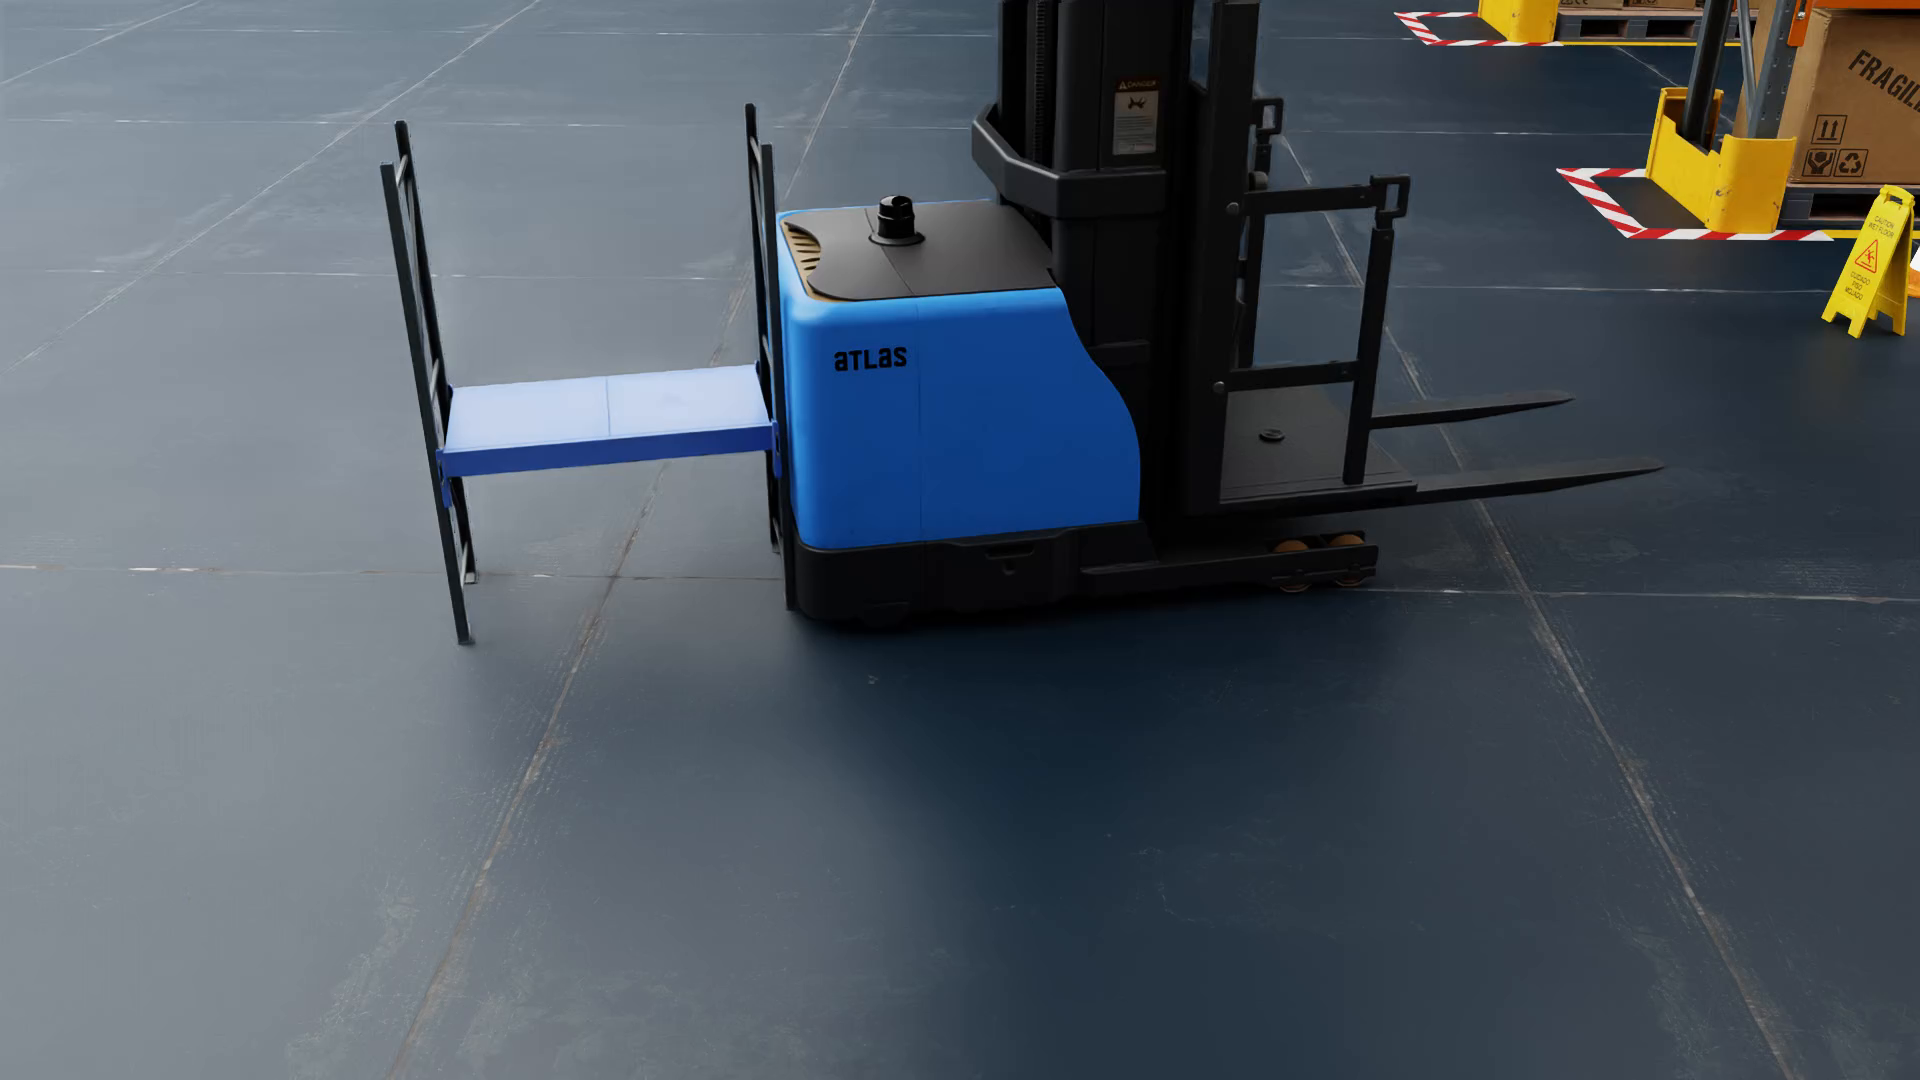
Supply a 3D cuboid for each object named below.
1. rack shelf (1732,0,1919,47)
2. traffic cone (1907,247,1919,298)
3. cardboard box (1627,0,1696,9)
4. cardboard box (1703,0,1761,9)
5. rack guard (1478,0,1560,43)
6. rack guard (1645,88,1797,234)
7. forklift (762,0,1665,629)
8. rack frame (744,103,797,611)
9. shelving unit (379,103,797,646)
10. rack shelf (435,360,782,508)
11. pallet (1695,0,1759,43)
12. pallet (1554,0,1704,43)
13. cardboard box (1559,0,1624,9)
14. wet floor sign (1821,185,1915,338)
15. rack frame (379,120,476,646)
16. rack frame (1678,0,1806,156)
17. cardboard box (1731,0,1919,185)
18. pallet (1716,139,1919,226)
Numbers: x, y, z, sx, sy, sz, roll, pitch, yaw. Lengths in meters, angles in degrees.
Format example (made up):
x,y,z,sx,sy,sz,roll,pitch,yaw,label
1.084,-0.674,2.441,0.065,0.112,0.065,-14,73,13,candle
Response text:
x,y,z,sx,sy,sz,roll,pitch,yaw,label
6.212,-2.872,8.733,4.000,0.370,1.077,1,28,2,rack shelf
4.694,-1.429,7.951,0.334,0.463,0.336,1,28,2,traffic cone
5.711,-4.612,13.468,0.500,0.500,0.500,8,29,15,cardboard box
6.336,-4.593,13.432,0.500,0.500,0.500,4,28,7,cardboard box
4.565,-4.437,13.587,0.348,0.500,1.175,1,28,2,rack guard
4.189,-2.119,9.213,0.348,0.500,1.175,1,28,2,rack guard
0.896,-1.360,5.186,3.031,2.935,1.130,-6,28,-11,forklift
-0.590,-0.551,5.188,0.032,1.500,0.500,-6,28,-11,rack frame
-1.087,-0.502,5.095,1.048,1.500,0.538,-6,28,-11,shelving unit
-1.087,-0.343,5.179,1.000,0.185,0.538,-6,28,-11,rack shelf
6.592,-4.258,13.557,1.213,0.211,1.003,1,28,2,pallet
5.376,-4.280,13.598,1.213,0.211,1.003,1,28,2,pallet
5.113,-4.606,13.457,0.500,0.500,0.500,6,29,11,cardboard box
4.114,-1.256,7.431,0.232,0.644,0.267,-4,28,-7,wet floor sign
-1.584,-0.452,5.002,0.032,1.500,0.500,-6,28,-11,rack frame
4.213,-3.223,8.627,0.127,3.000,1.000,1,28,2,rack frame
4.893,-2.490,9.064,0.875,0.875,0.875,1,28,2,cardboard box
5.015,-2.014,9.325,1.213,0.211,1.003,1,28,2,pallet
